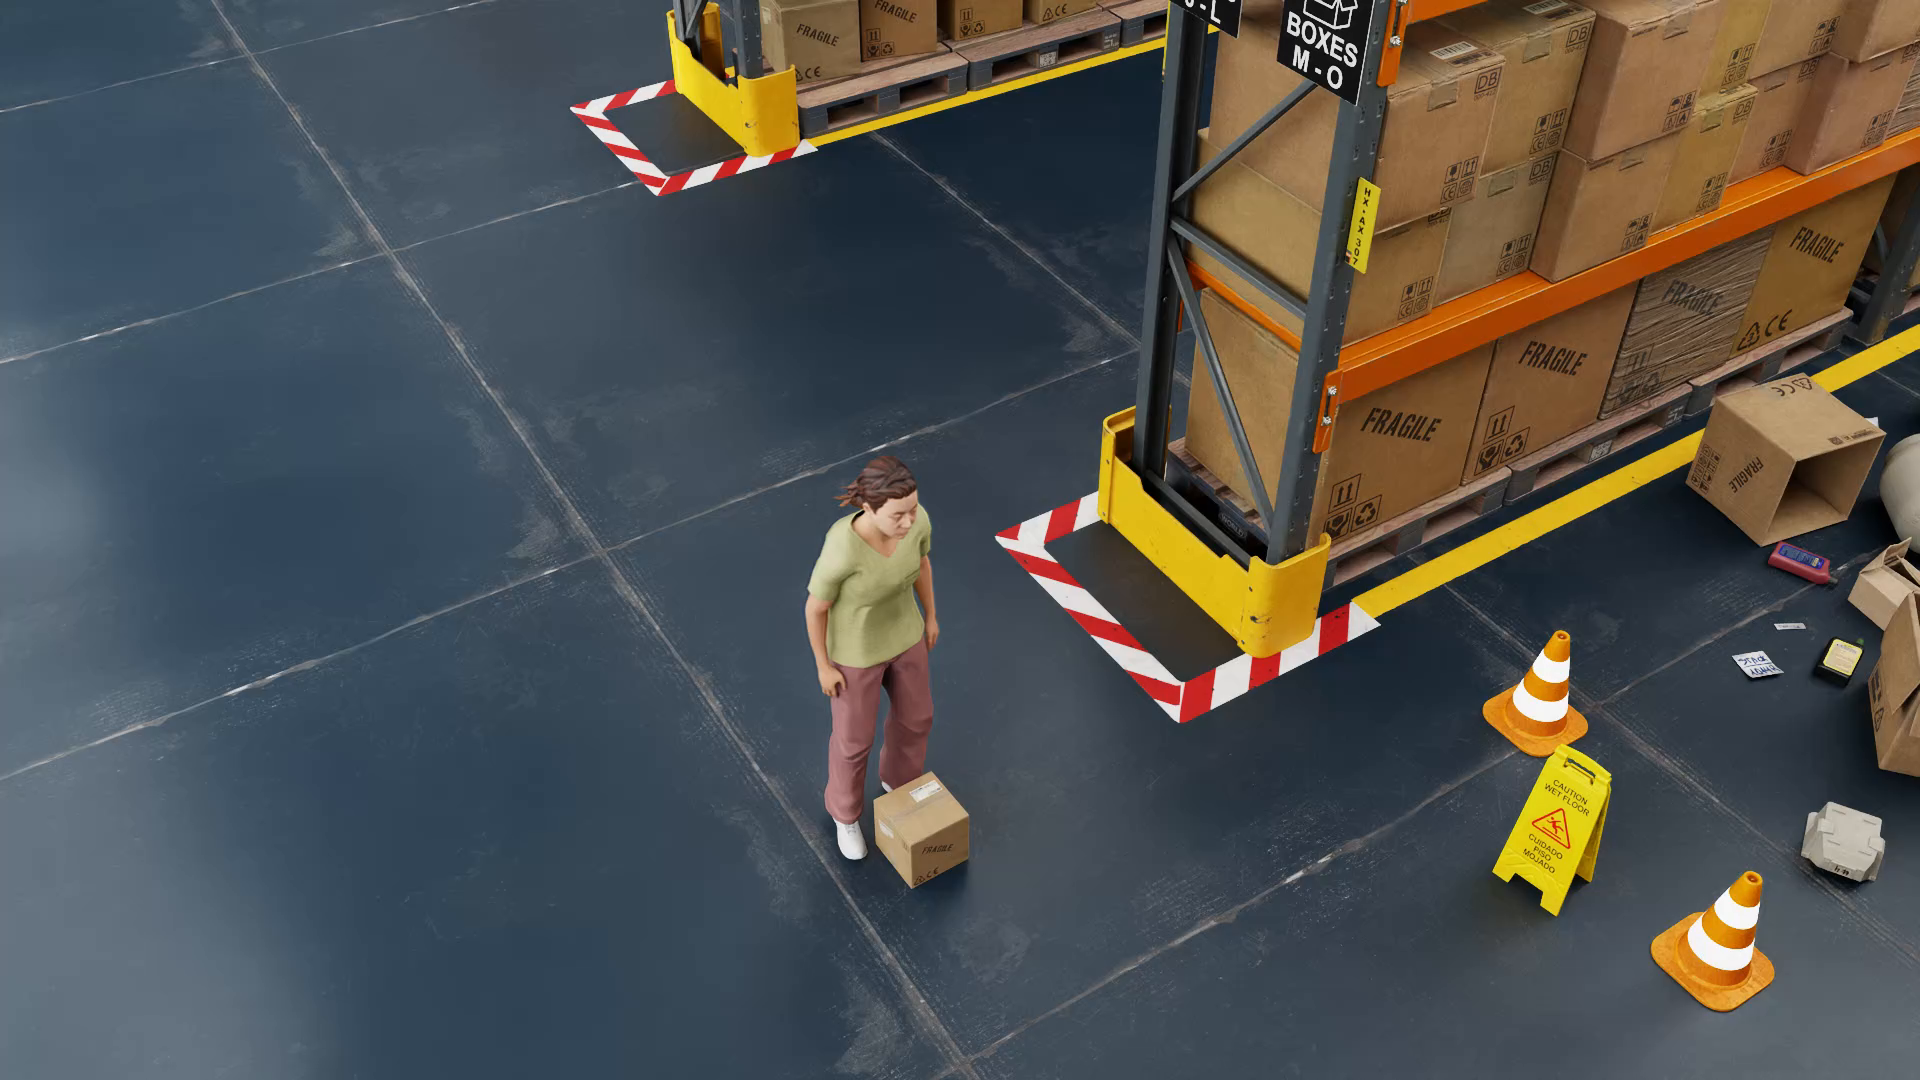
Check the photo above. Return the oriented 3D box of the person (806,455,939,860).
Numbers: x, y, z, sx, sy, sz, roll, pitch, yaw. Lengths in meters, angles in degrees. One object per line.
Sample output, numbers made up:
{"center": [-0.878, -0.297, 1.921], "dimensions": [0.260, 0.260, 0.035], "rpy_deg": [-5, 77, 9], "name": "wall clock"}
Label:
{"center": [-0.276, 0.378, 5.724], "dimensions": [0.516, 1.671, 0.366], "rpy_deg": [-25, 47, -26], "name": "person"}
